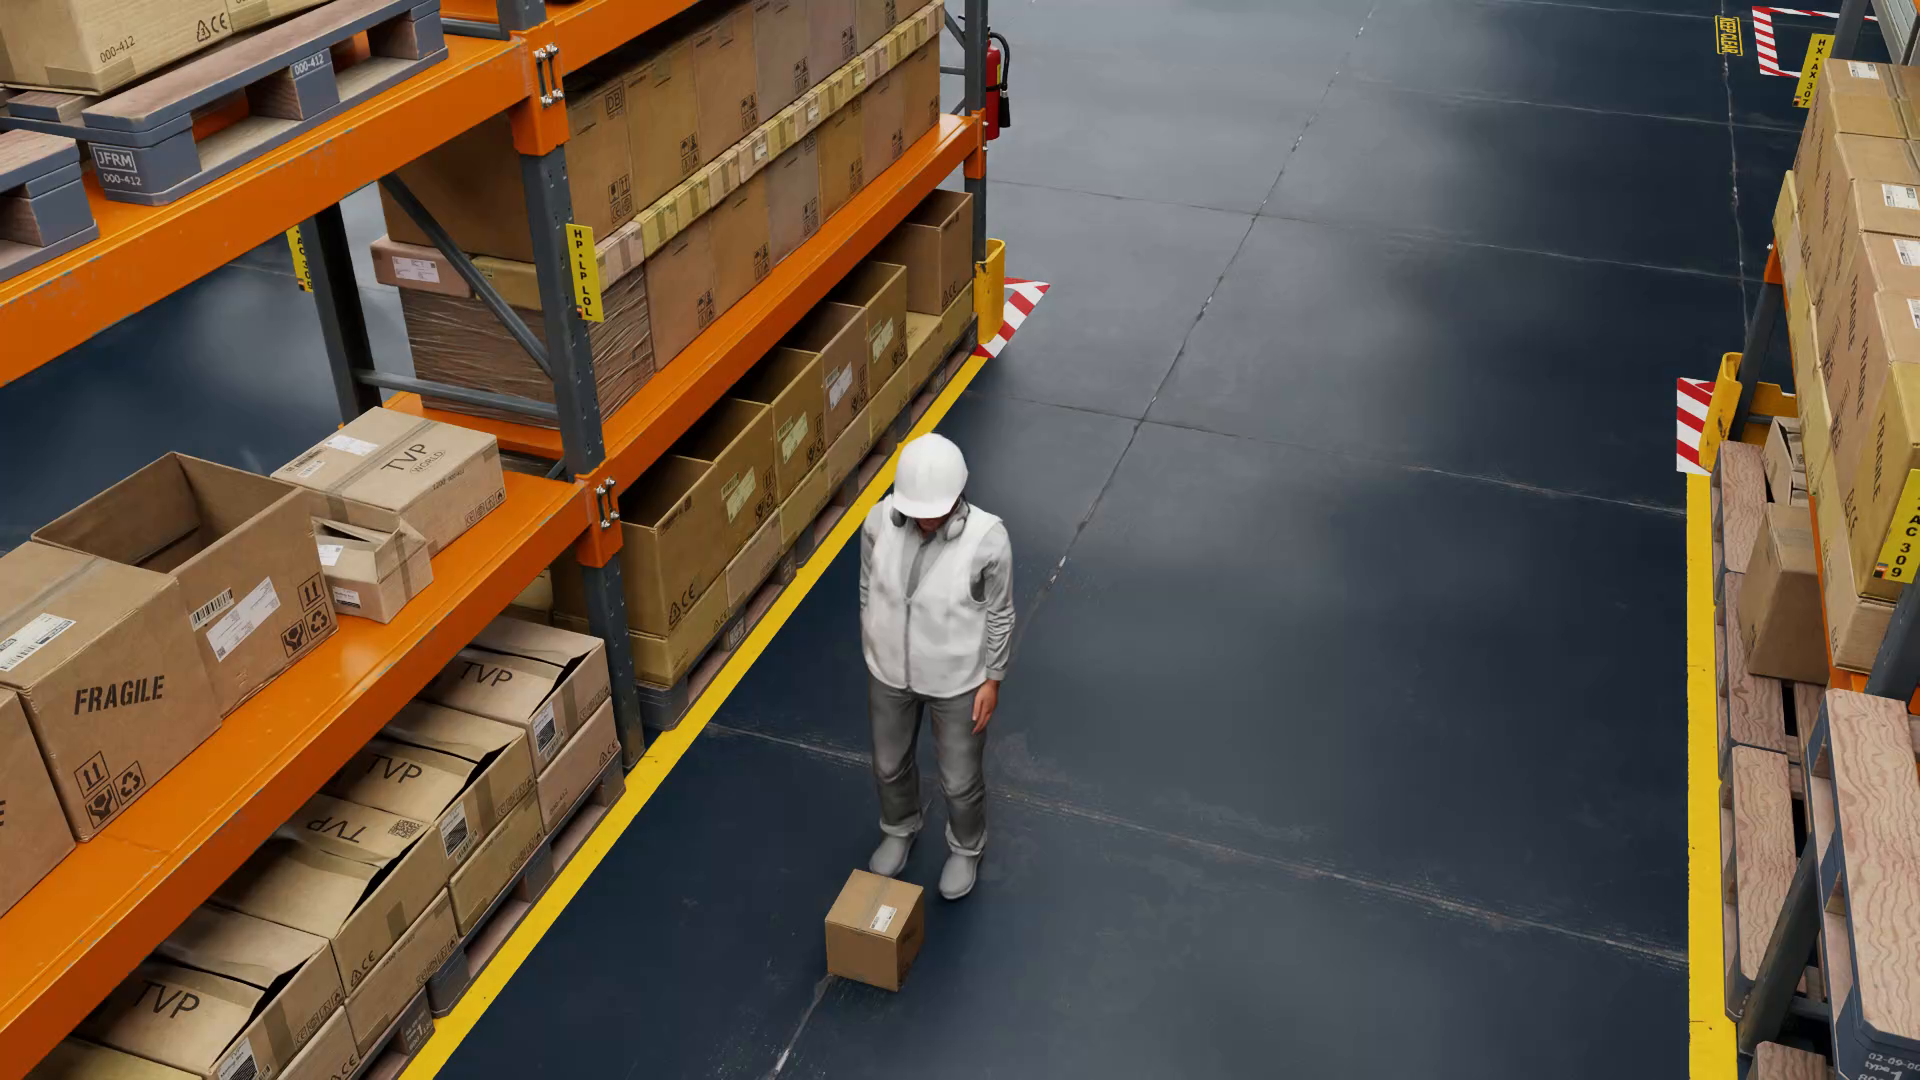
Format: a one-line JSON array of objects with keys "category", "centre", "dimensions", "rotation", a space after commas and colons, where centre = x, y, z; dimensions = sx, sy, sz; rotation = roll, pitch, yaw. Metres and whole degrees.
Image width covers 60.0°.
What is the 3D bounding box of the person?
[{"category": "person", "centre": [-0.083, 0.422, 5.482], "dimensions": [0.535, 1.764, 0.363], "rotation": [12, 35, 17]}]
